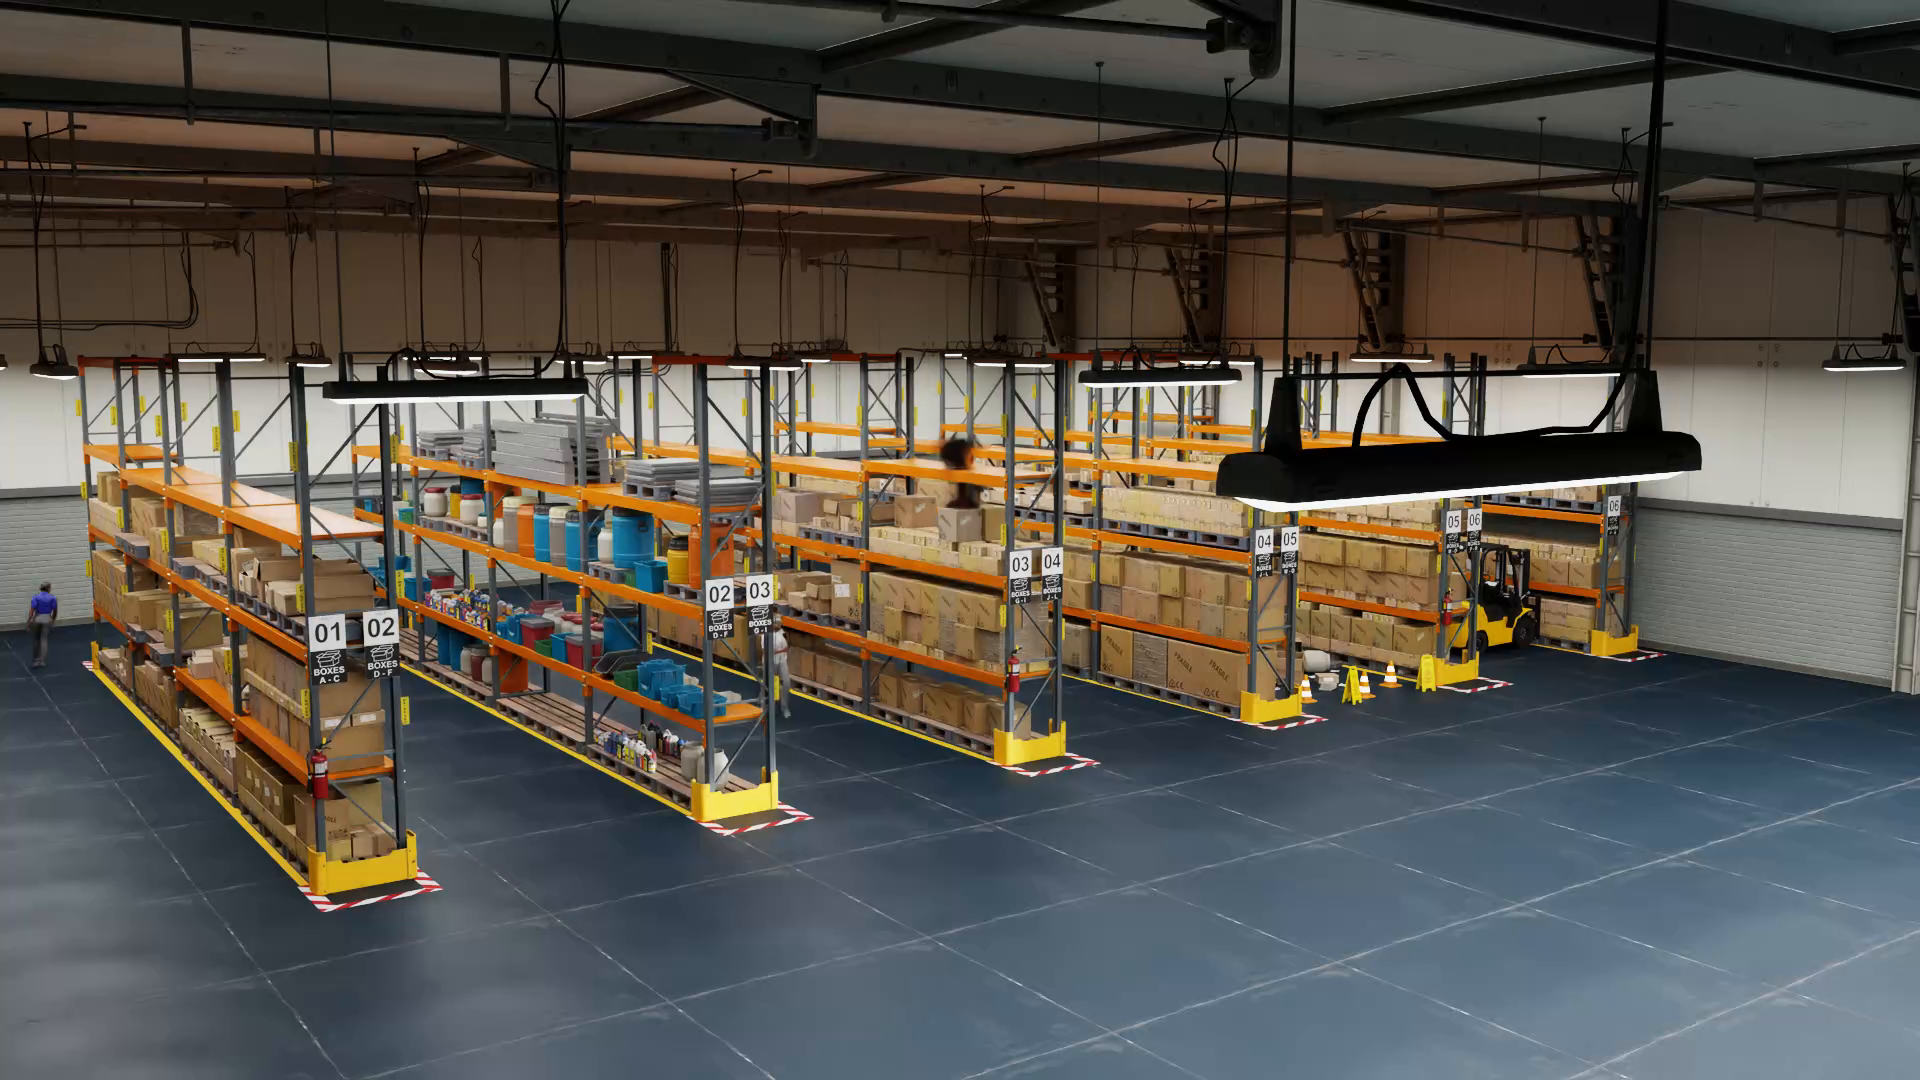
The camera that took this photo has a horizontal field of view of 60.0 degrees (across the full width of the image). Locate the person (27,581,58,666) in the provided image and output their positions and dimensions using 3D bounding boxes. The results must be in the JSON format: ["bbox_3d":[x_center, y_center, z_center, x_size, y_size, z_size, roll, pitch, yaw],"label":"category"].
[{"bbox_3d":[-17.835,1.611,32.343,0.554,1.604,0.834,-2,7,-18],"label":"person"}]

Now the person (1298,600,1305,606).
[{"bbox_3d":[7.368,1.241,35.793,0.688,1.547,0.536,7,10,44],"label":"person"}]

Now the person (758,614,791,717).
[{"bbox_3d":[-3.105,2.102,28.007,0.537,1.750,0.821,-5,9,-38],"label":"person"}]
